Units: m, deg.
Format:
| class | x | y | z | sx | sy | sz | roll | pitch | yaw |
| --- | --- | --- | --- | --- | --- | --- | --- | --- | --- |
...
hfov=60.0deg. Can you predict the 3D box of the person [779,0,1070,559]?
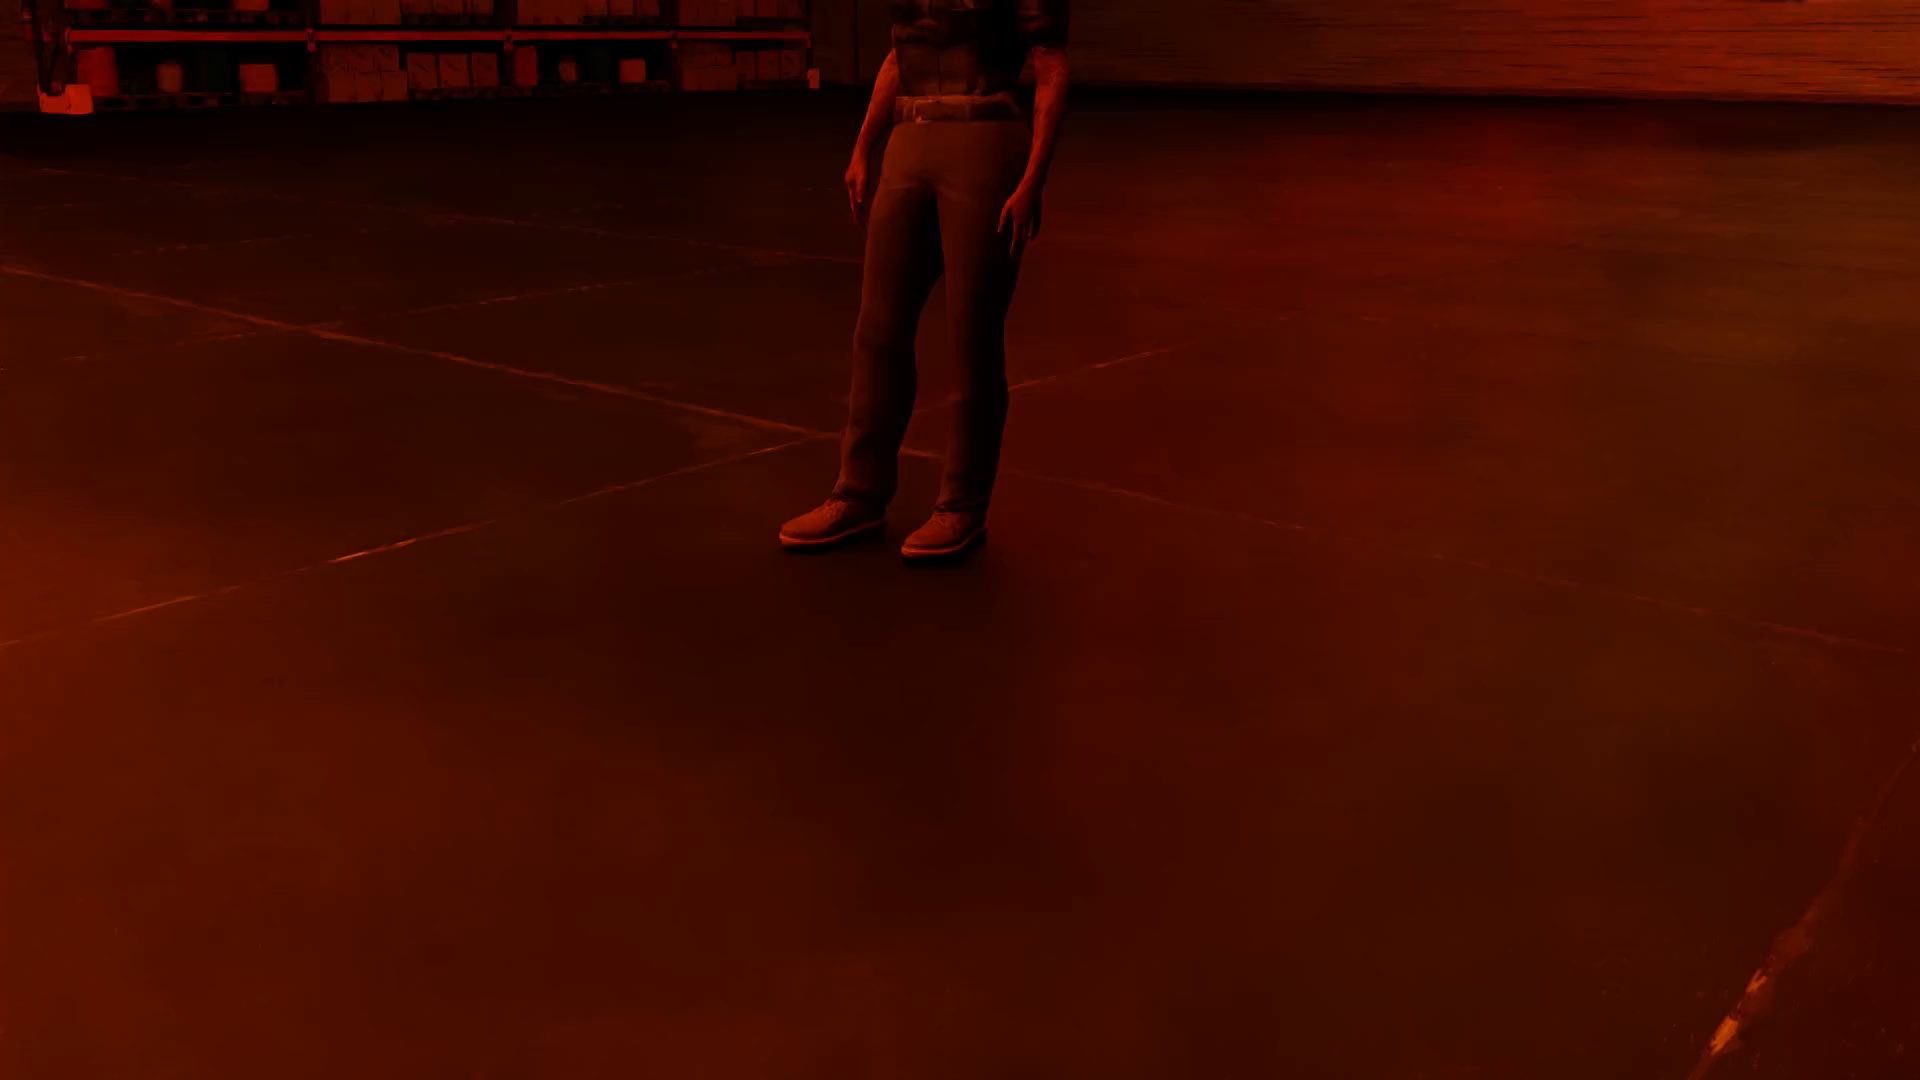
| class | x | y | z | sx | sy | sz | roll | pitch | yaw |
| --- | --- | --- | --- | --- | --- | --- | --- | --- | --- |
| person | -0.071 | -0.783 | 3.647 | 0.570 | 1.654 | 0.503 | 13 | 21 | 37 |
